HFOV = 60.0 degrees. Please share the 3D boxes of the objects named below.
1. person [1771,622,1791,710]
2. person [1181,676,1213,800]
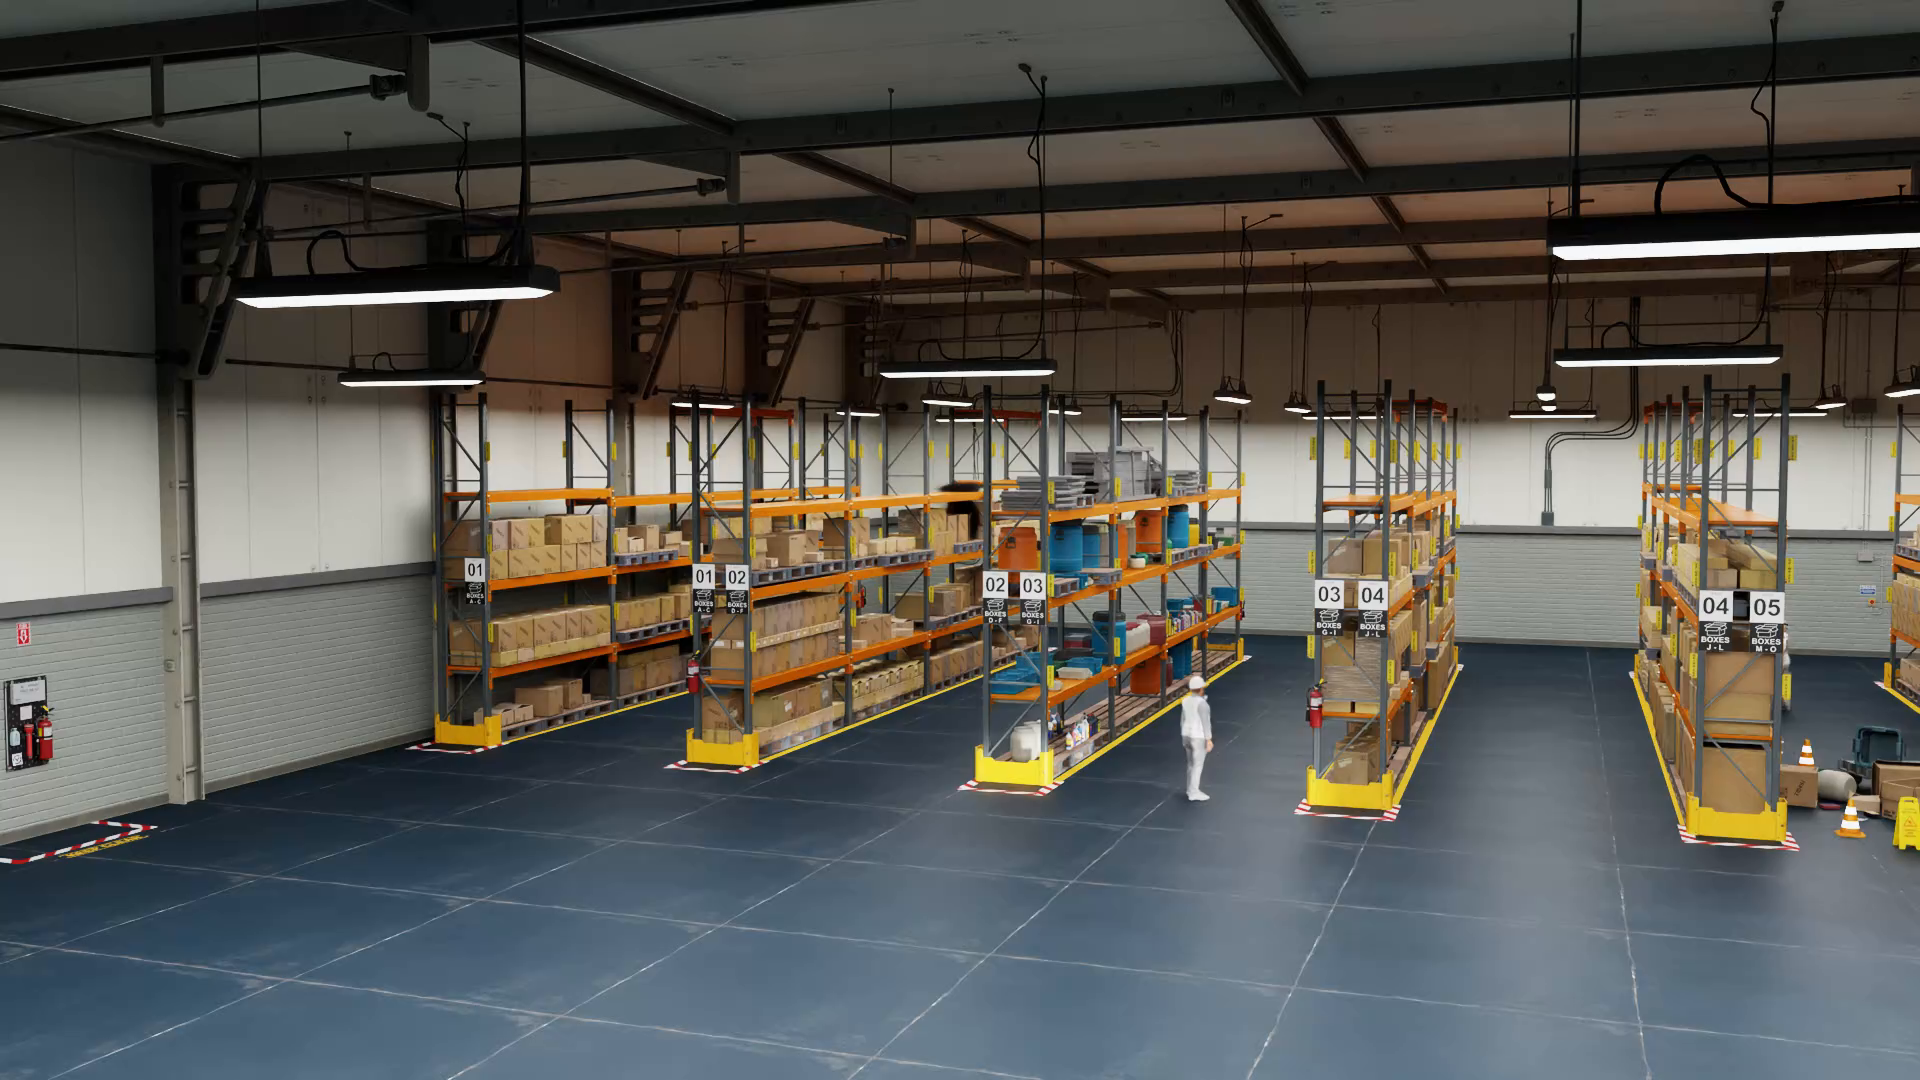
[{"bbox_3d":[15.796,2.402,32.257,0.526,1.758,0.684,-2,4,-31],"label":"person"},{"bbox_3d":[3.464,2.854,23.951,0.478,1.795,0.612,-2,3,-27],"label":"person"}]
